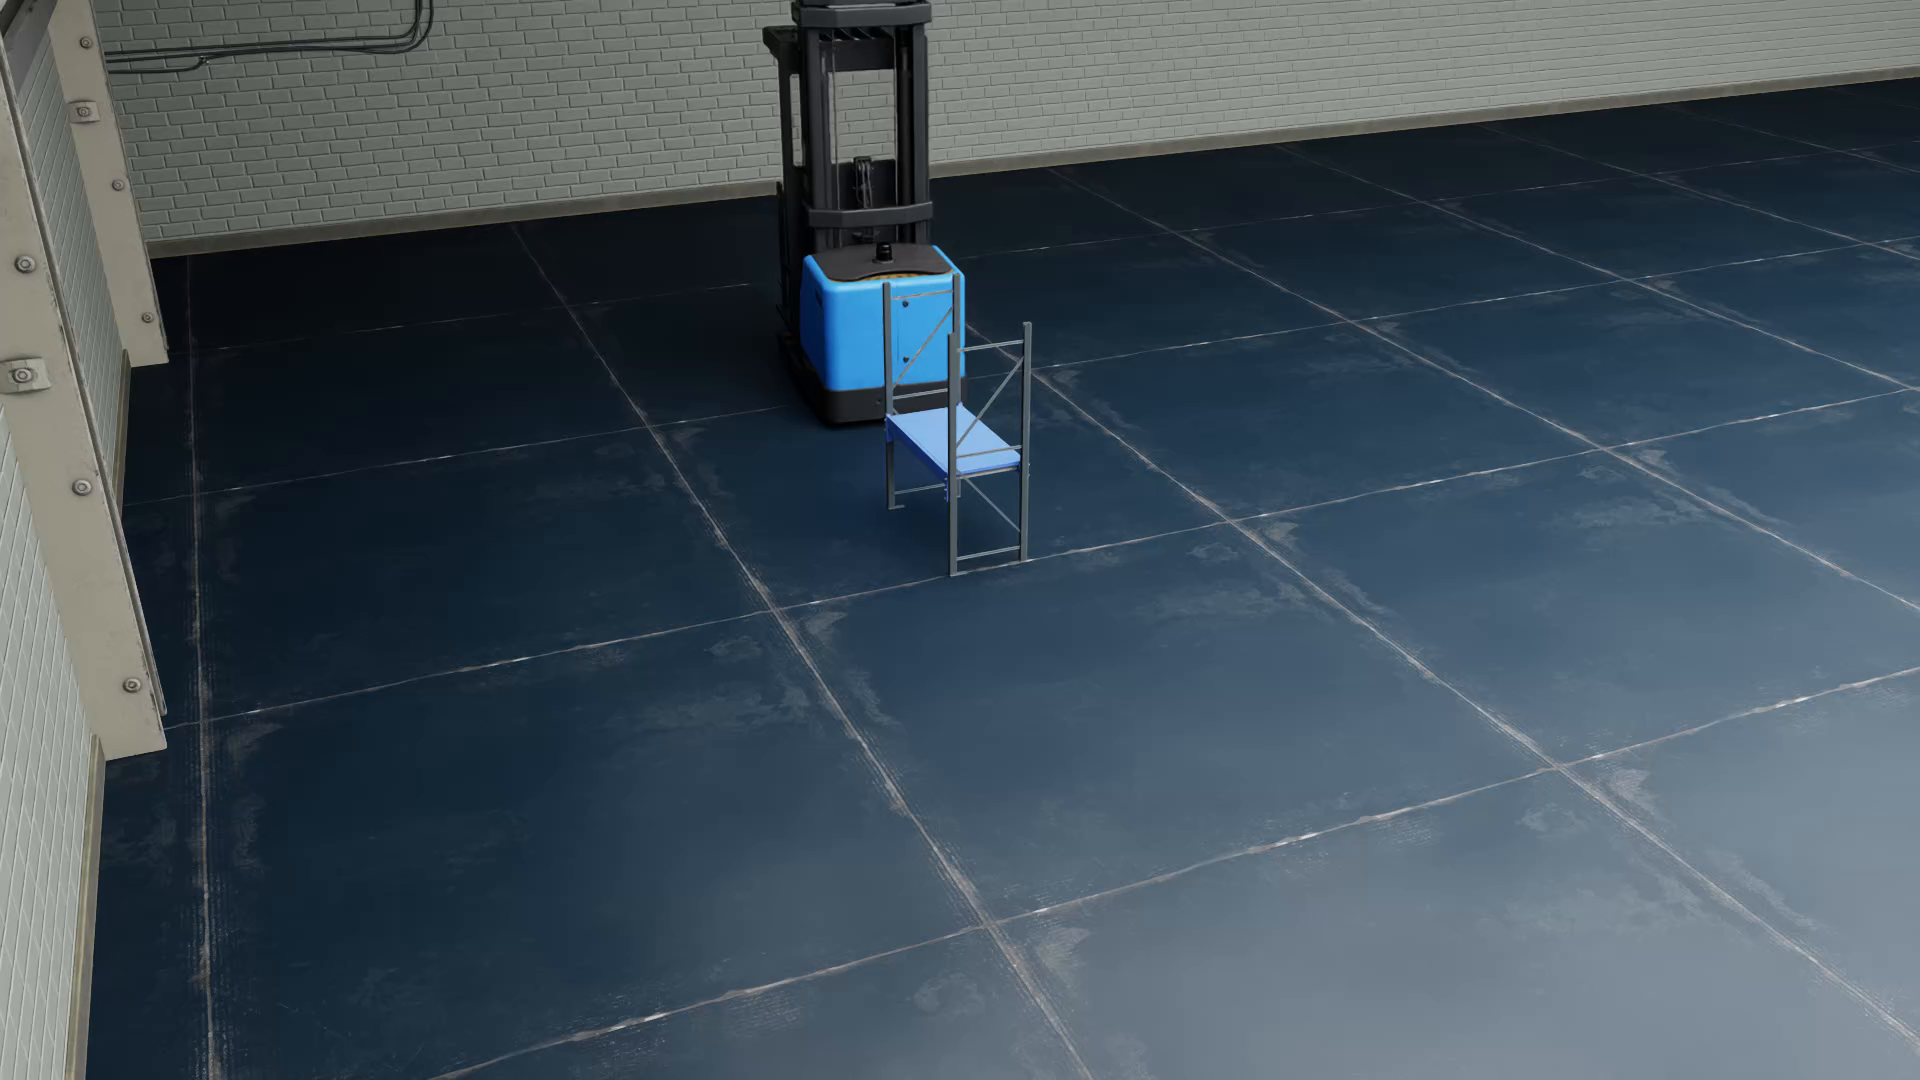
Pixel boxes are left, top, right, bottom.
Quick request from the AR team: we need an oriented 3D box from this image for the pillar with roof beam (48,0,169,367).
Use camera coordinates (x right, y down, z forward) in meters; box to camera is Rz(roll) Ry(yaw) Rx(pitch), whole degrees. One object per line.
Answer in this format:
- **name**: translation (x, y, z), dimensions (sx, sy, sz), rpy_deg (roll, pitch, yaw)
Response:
- **pillar with roof beam**: translation (-2.500, -6.236, 12.766), dimensions (9.100, 9.000, 0.400), rpy_deg (-11, 28, -21)

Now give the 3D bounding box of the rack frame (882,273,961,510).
- **rack frame**: translation (-0.232, -0.914, 10.412), dimensions (0.500, 1.500, 0.032), rpy_deg (-11, 28, -21)

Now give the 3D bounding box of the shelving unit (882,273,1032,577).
- **shelving unit**: translation (-0.033, -0.708, 9.991), dimensions (0.538, 1.500, 1.048), rpy_deg (-11, 28, -21)

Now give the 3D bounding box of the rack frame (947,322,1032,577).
- **rack frame**: translation (0.166, -0.503, 9.571), dimensions (0.500, 1.500, 0.032), rpy_deg (-11, 28, -21)

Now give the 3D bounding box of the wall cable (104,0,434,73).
- **wall cable**: translation (-6.398, -5.518, 14.833), dimensions (3.097, 2.526, 0.112), rpy_deg (-11, 28, -21)

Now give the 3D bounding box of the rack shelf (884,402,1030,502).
- **rack shelf**: translation (-0.033, -0.547, 10.070), dimensions (0.538, 0.185, 1.000), rpy_deg (-11, 28, -21)

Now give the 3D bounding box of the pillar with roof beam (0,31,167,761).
- **pillar with roof beam**: translation (-0.150, -3.814, 7.805), dimensions (9.100, 9.000, 0.400), rpy_deg (-11, 28, -21)

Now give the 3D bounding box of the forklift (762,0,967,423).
- **forklift**: translation (-0.835, -2.773, 12.589), dimensions (1.130, 2.935, 3.031), rpy_deg (-7, 27, -14)
